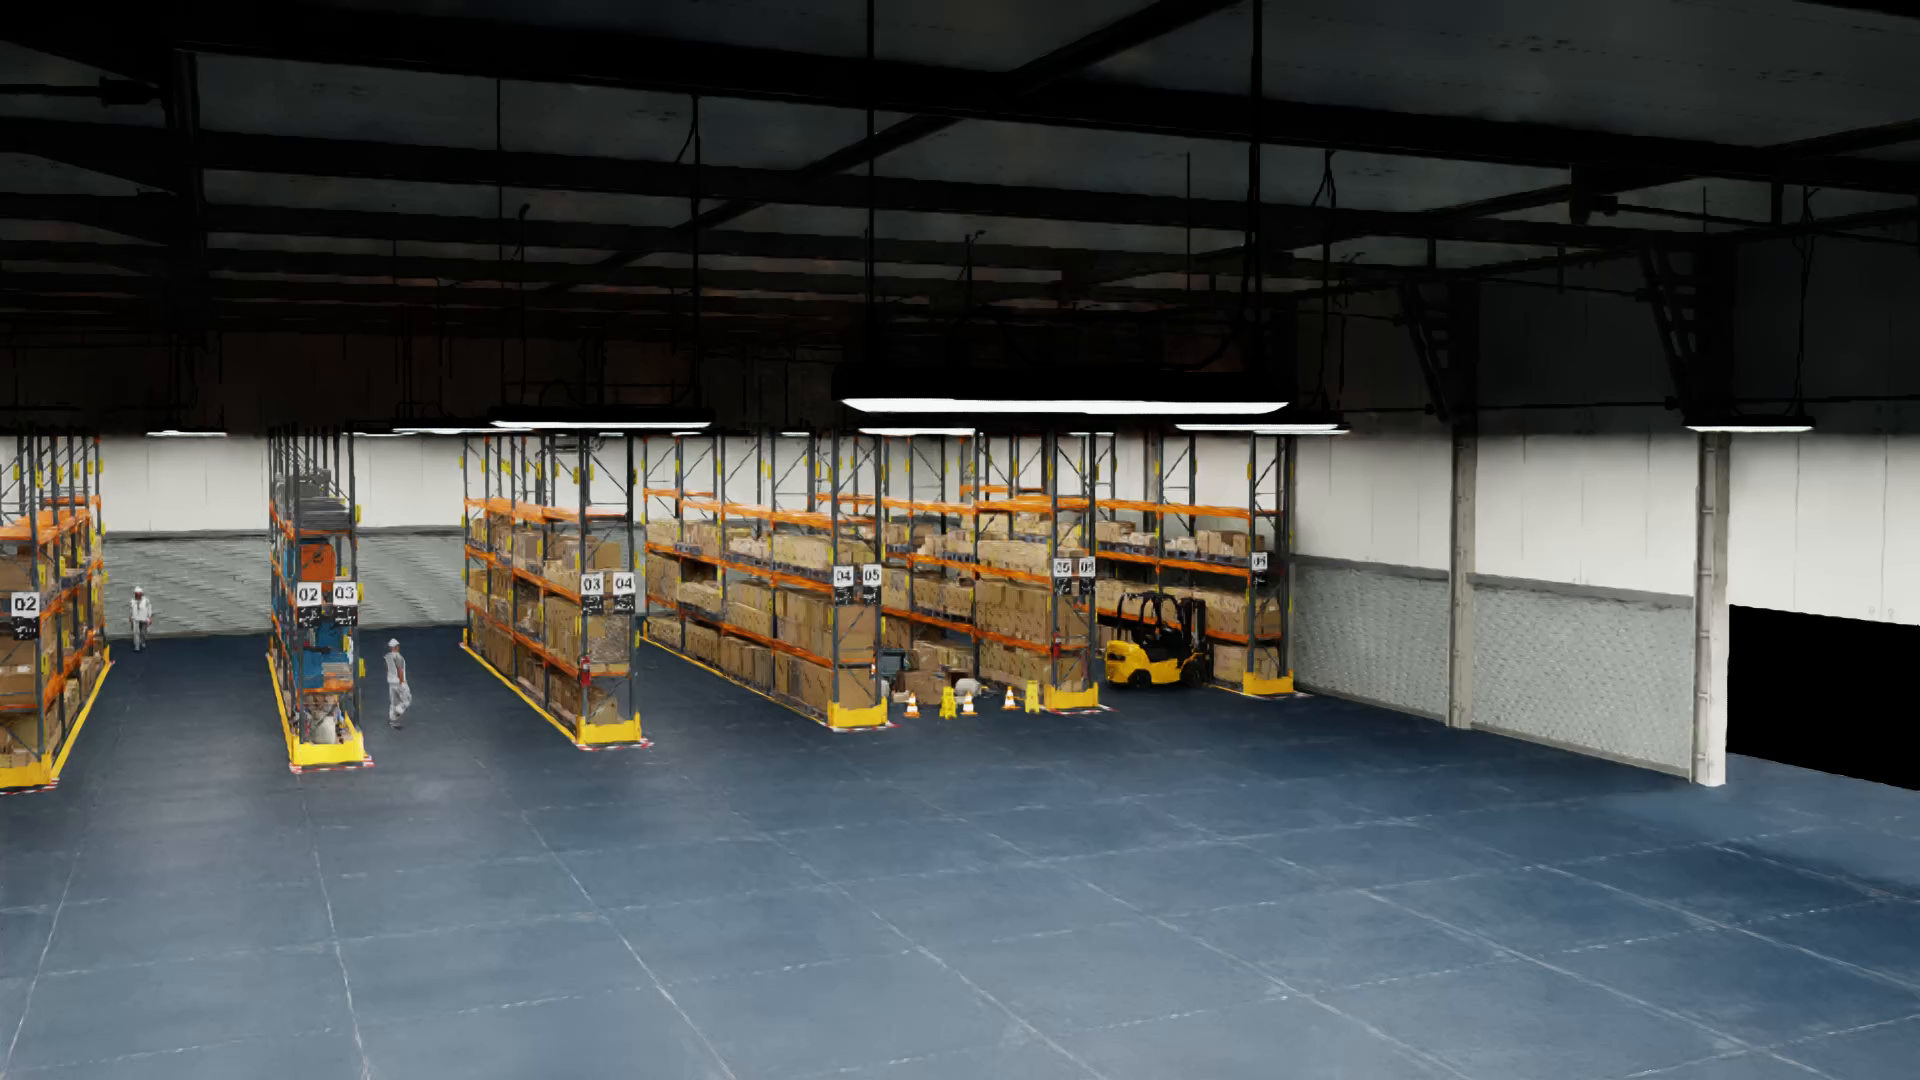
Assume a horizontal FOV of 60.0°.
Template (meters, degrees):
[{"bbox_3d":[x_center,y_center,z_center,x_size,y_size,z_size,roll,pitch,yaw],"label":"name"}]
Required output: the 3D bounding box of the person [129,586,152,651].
[{"bbox_3d":[-22.197,2.112,45.033,0.553,1.725,1.030,-2,4,-25],"label":"person"}]

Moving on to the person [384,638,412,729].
[{"bbox_3d":[-11.100,2.827,32.744,0.598,1.786,0.425,3,5,40],"label":"person"}]

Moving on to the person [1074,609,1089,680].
[{"bbox_3d":[2.779,2.460,39.481,0.569,1.668,0.560,0,4,7],"label":"person"}]

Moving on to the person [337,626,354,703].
[{"bbox_3d":[-13.325,2.665,36.137,0.391,1.676,0.632,0,3,0],"label":"person"}]
